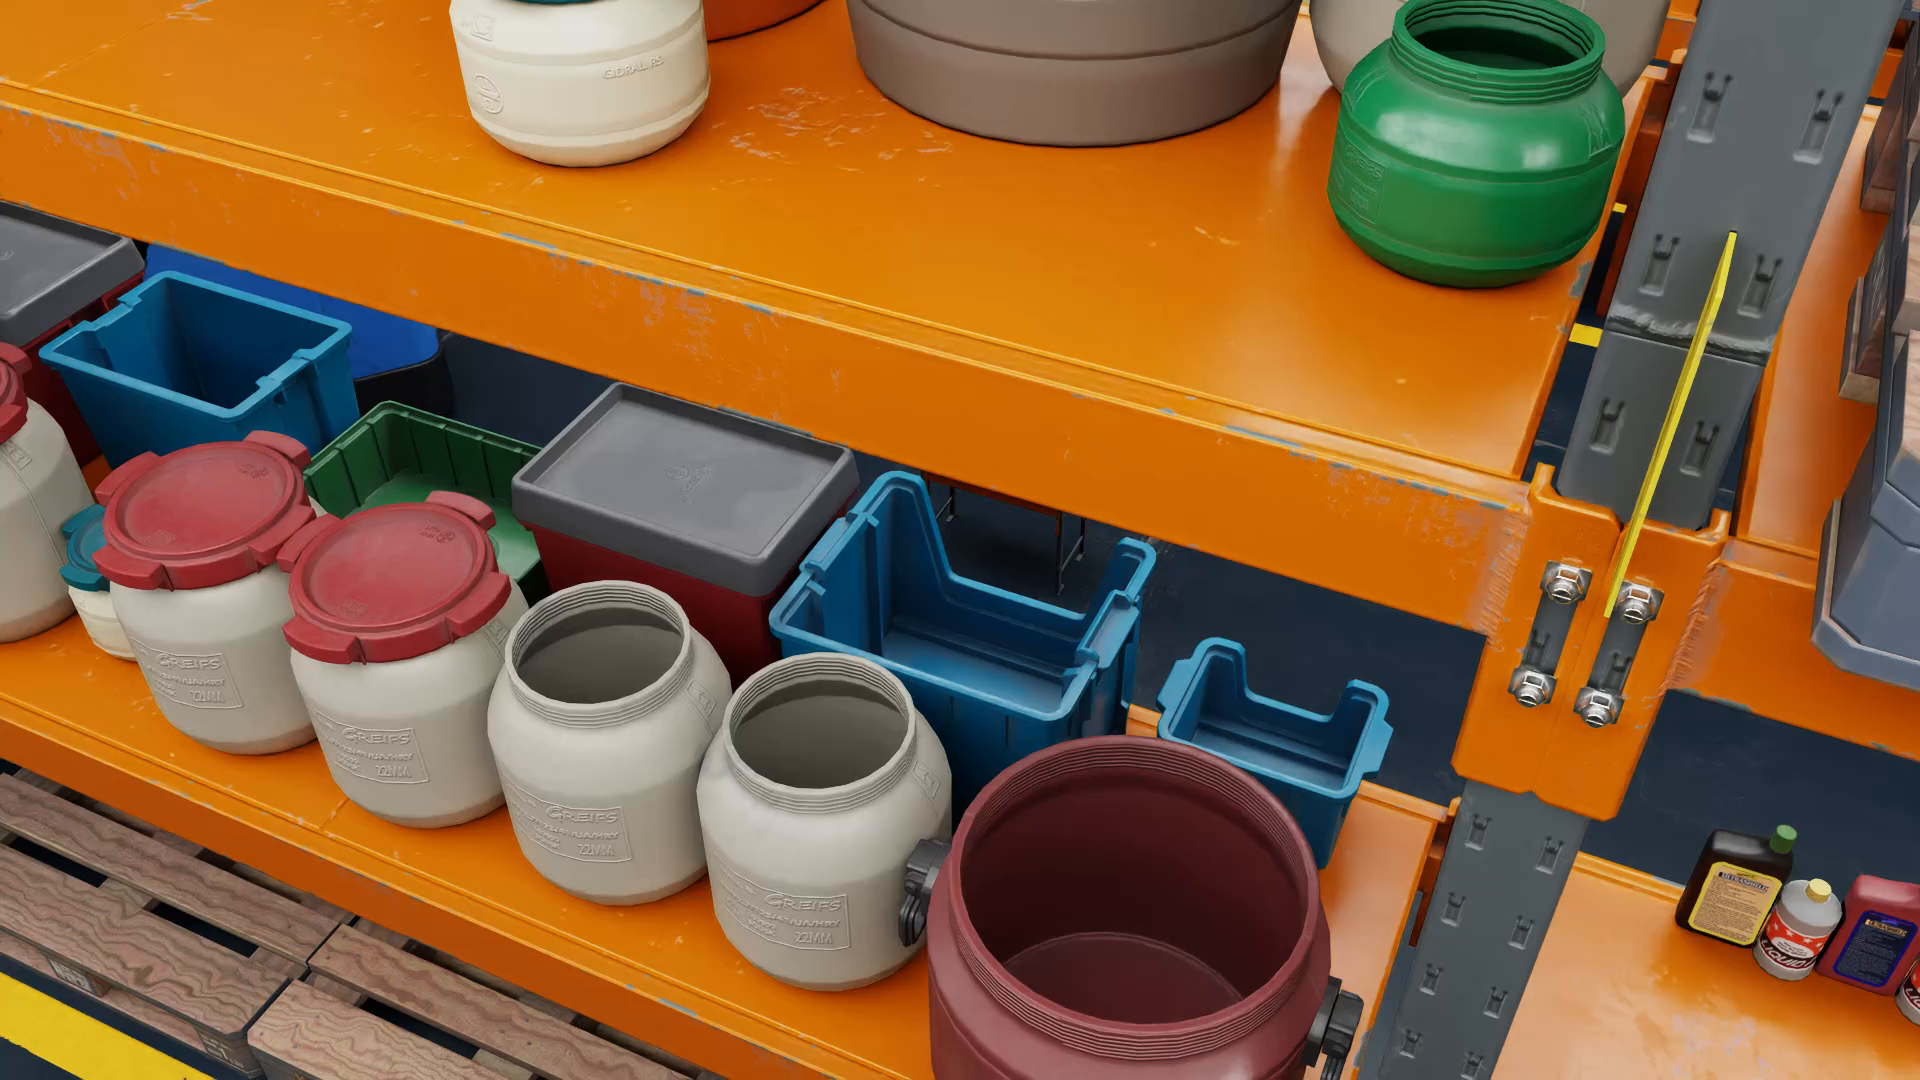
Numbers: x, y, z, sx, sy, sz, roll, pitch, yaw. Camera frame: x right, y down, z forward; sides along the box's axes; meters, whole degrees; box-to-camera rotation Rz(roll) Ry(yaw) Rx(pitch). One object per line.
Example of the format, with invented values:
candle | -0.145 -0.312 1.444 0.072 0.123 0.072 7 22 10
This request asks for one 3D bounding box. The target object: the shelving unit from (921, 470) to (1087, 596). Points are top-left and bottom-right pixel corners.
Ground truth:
shelving unit | 0.150 -0.408 5.304 0.503 1.200 0.258 17 44 19

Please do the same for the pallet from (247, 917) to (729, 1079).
pallet | -0.989 1.158 4.252 1.213 0.211 1.003 17 44 19

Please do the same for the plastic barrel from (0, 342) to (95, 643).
plastic barrel | -2.052 -0.083 3.452 0.433 0.535 0.433 0 41 0

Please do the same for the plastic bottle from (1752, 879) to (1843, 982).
plastic bottle | 1.442 0.658 2.853 0.097 0.201 0.097 0 41 0

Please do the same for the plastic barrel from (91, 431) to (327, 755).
plastic barrel | -1.387 0.120 3.217 0.433 0.535 0.433 0 41 0

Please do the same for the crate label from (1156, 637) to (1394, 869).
crate label | 0.575 0.405 3.120 0.416 0.233 0.303 17 44 19

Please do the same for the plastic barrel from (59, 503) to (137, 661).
plastic barrel | -1.692 0.083 3.469 0.301 0.262 0.301 0 41 0

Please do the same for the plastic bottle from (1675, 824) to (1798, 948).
plastic bottle | 1.345 0.584 2.875 0.133 0.283 0.061 17 44 19

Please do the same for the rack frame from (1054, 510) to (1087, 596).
rack frame | 0.371 -0.340 5.226 0.015 1.200 0.240 17 44 19

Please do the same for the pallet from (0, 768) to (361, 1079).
pallet | -2.098 0.821 4.641 1.213 0.211 1.003 17 44 19

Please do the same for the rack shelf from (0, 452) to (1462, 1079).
rack shelf | -1.014 0.399 3.549 4.000 0.370 1.077 17 44 19

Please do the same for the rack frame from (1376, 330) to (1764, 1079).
rack frame | 0.798 0.681 2.674 0.127 3.000 1.000 17 44 19

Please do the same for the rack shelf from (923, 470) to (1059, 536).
rack shelf | 0.150 -0.207 5.478 0.480 0.148 0.258 17 44 19

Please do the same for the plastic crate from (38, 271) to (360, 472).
plastic crate | -1.695 -0.300 3.818 0.575 0.384 0.392 17 44 19

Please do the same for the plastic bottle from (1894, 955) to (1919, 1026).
plastic bottle | 1.651 0.722 2.779 0.097 0.201 0.097 0 41 0

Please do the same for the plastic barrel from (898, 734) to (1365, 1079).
plastic barrel | 0.250 0.681 2.570 0.708 0.536 0.600 17 44 19

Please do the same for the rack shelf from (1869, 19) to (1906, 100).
rack shelf | 4.709 -1.432 5.662 4.000 0.370 1.077 17 44 19

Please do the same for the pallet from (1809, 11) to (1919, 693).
pallet | 1.450 -0.111 1.442 1.213 0.211 1.003 17 44 19

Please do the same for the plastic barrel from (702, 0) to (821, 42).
plastic barrel | -0.447 -1.152 2.171 0.708 0.830 0.600 17 44 19

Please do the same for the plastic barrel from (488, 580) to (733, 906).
plastic barrel | -0.606 0.364 2.954 0.421 0.512 0.421 0 41 0

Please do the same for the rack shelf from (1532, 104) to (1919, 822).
rack shelf | 2.611 0.373 1.288 4.000 0.370 1.077 17 44 19

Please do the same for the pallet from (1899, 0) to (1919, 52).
pallet | 3.540 -2.039 5.959 1.003 0.211 1.213 17 44 19

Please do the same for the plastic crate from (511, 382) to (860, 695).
plastic crate | -0.537 0.028 3.379 0.583 0.464 0.402 17 44 19

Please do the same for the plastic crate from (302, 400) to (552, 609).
plastic crate | -1.129 -0.032 3.658 0.662 0.188 0.450 17 44 19

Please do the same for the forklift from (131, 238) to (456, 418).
forklift | -3.447 -1.407 5.136 3.031 2.935 1.130 -18 44 -19

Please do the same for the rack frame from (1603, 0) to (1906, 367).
rack frame | 0.798 -1.586 0.709 0.127 3.000 1.000 17 44 19

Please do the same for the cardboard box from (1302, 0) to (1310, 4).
cardboard box | 1.605 -2.192 7.339 0.500 0.311 0.500 16 43 17

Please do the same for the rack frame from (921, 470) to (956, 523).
rack frame | -0.071 -0.475 5.382 0.015 1.200 0.240 17 44 19

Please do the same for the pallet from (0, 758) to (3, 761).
pallet | -3.418 0.416 5.109 1.213 0.211 1.003 17 44 19

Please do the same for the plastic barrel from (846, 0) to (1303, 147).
plastic barrel | 0.146 -0.998 1.938 0.600 0.901 0.600 0 41 0

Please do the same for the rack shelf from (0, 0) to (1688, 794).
rack shelf | -1.014 -0.734 2.566 4.000 0.370 1.077 17 44 19

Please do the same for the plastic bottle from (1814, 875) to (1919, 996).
plastic bottle | 1.554 0.648 2.802 0.133 0.283 0.061 17 44 19

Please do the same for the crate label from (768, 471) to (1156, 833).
crate label | 0.012 0.232 3.165 0.616 0.435 0.502 17 44 19

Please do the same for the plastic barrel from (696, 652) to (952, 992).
plastic barrel | -0.224 0.481 2.820 0.421 0.512 0.421 0 41 0

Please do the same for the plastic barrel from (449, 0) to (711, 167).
plastic barrel | -0.453 -0.614 1.983 0.301 0.262 0.301 0 41 0

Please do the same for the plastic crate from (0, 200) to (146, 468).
plastic crate | -2.258 -0.498 3.986 0.583 0.464 0.402 17 44 19

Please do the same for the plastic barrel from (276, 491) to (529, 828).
plastic barrel | -0.995 0.240 3.079 0.433 0.535 0.433 0 41 0

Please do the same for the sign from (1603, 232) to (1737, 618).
sign | 0.572 -0.084 1.347 0.005 0.325 0.100 17 44 19

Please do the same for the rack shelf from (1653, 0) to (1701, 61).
rack shelf | 1.084 -2.540 6.940 4.000 0.370 1.077 17 44 19

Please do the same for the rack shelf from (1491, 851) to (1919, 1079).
rack shelf | 2.611 1.507 2.271 4.000 0.370 1.077 17 44 19

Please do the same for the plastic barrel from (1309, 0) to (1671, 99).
plastic barrel | 0.646 -0.763 1.964 0.421 0.512 0.421 0 41 0

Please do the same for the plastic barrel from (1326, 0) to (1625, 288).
plastic barrel | 0.553 -0.432 1.786 0.294 0.245 0.294 0 41 0
